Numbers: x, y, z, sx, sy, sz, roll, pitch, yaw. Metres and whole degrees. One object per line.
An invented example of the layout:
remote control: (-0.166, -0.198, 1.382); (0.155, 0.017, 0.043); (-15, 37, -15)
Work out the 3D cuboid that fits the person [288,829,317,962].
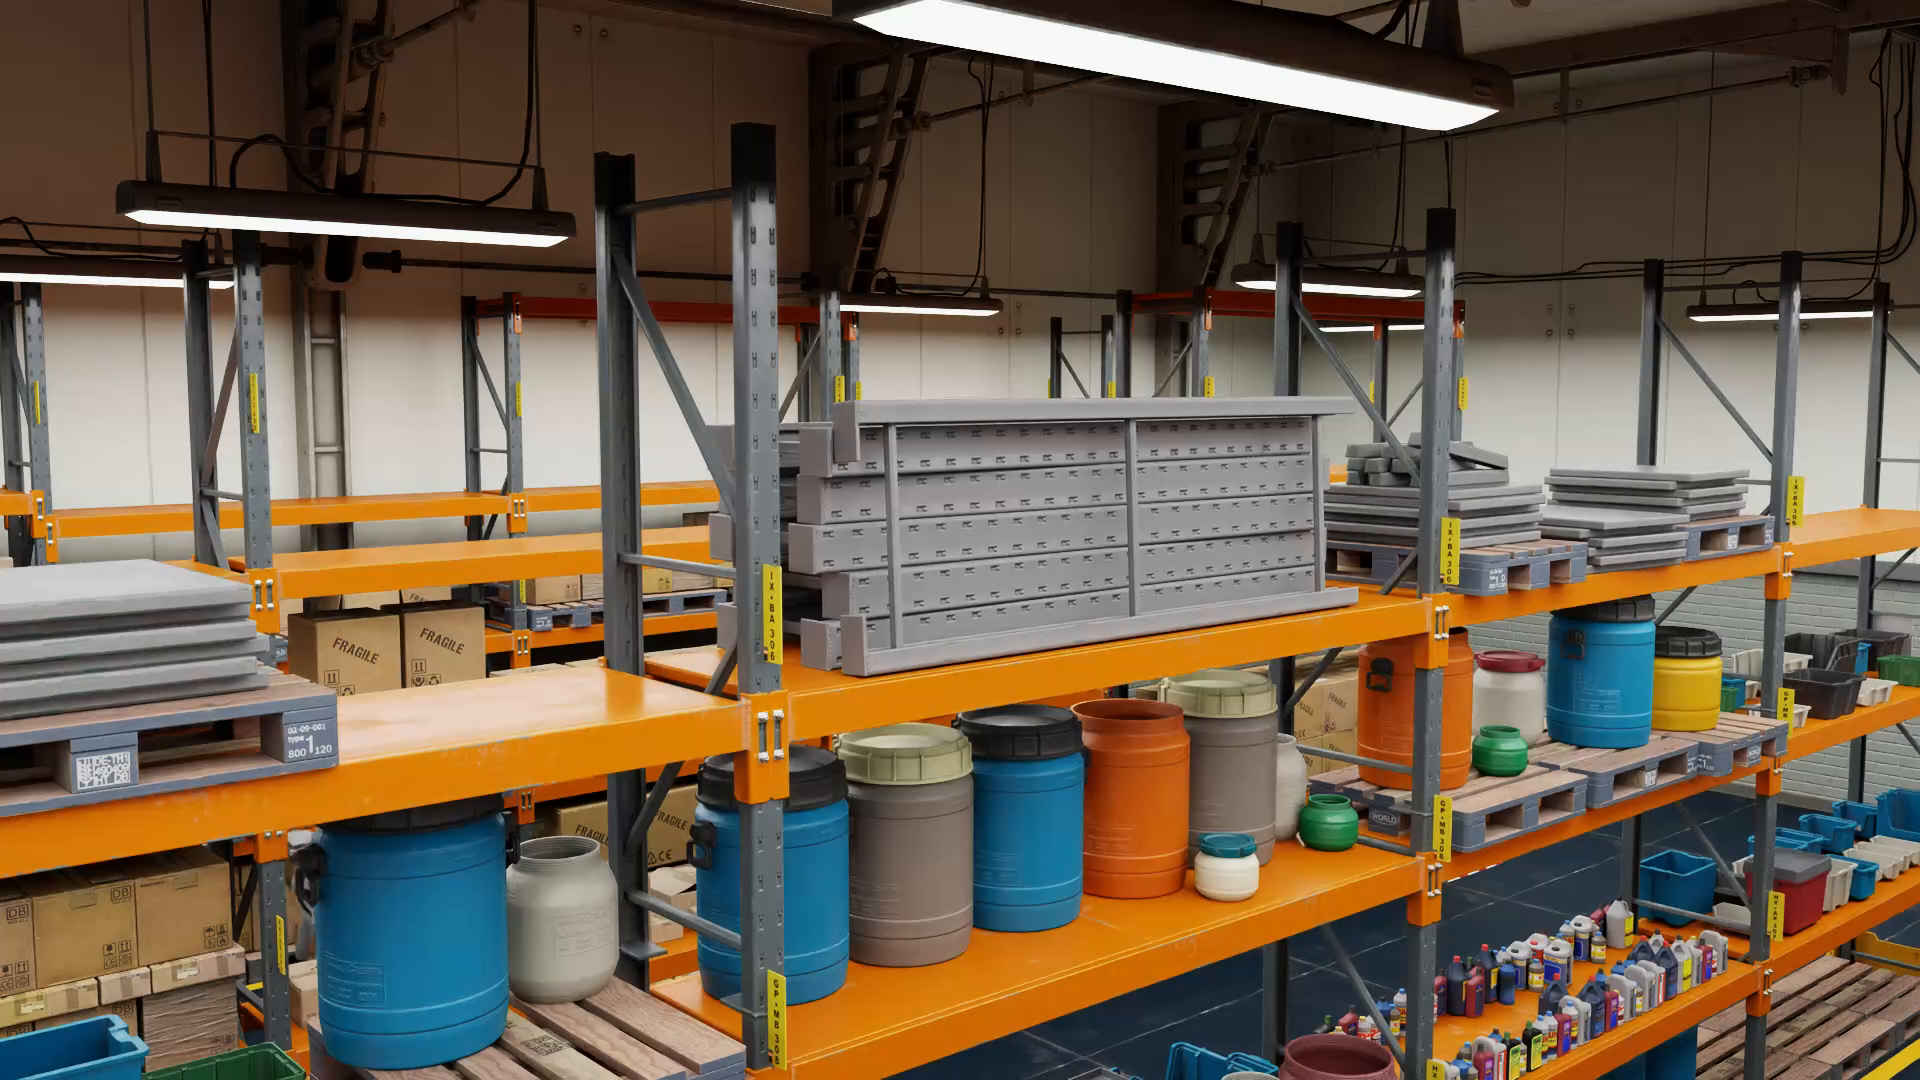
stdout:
person: (-5.182, 3.093, 13.528); (0.630, 1.578, 0.712); (-4, 7, -35)
